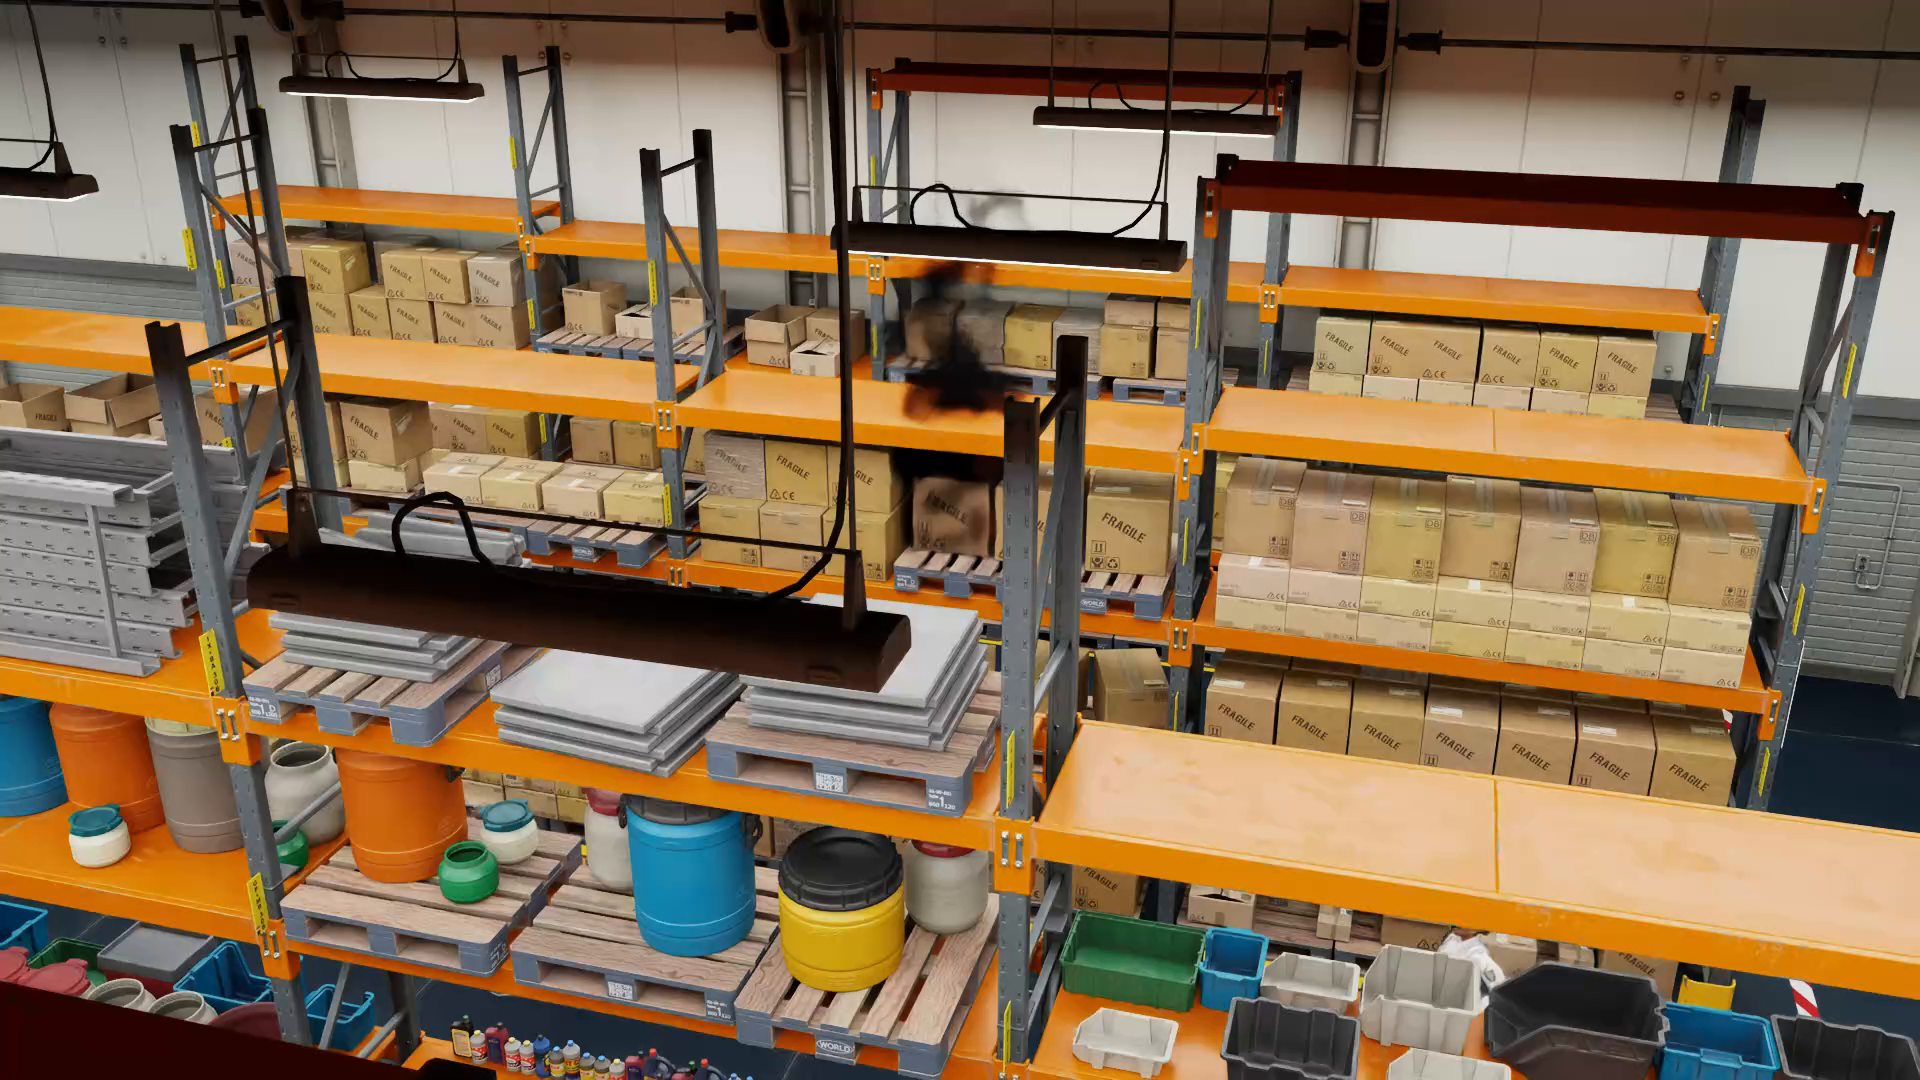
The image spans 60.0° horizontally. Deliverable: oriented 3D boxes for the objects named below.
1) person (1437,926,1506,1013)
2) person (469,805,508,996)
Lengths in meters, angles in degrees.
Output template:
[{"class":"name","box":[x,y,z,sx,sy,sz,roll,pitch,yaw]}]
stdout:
[{"class":"person","box":[3.315,3.114,11.028,0.930,1.709,0.637,2,23,4]},{"class":"person","box":[-3.274,2.586,11.791,0.495,1.558,0.554,4,23,10]}]
